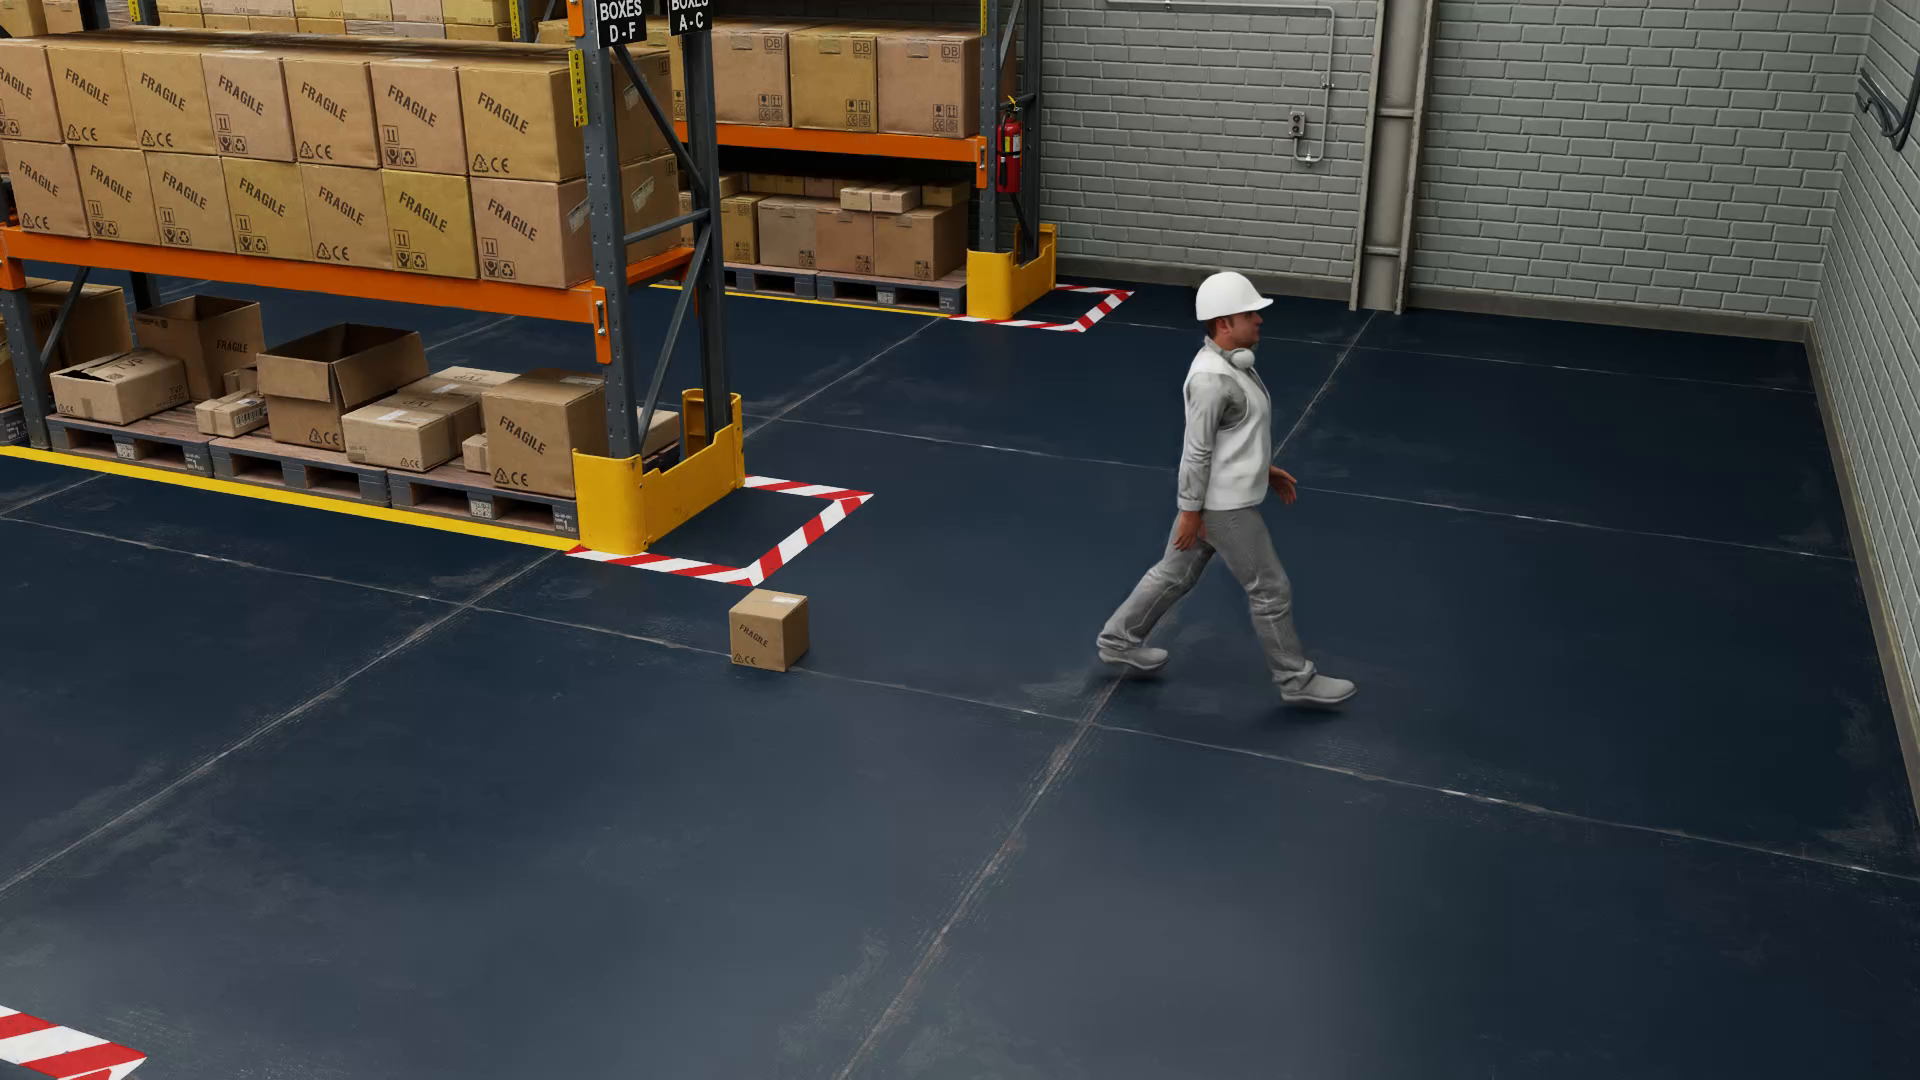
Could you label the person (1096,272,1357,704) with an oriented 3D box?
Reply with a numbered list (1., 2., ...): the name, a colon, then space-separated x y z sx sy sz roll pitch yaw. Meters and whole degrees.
1. person: 1.085 -0.204 6.545 1.058 1.719 0.549 3 22 8
